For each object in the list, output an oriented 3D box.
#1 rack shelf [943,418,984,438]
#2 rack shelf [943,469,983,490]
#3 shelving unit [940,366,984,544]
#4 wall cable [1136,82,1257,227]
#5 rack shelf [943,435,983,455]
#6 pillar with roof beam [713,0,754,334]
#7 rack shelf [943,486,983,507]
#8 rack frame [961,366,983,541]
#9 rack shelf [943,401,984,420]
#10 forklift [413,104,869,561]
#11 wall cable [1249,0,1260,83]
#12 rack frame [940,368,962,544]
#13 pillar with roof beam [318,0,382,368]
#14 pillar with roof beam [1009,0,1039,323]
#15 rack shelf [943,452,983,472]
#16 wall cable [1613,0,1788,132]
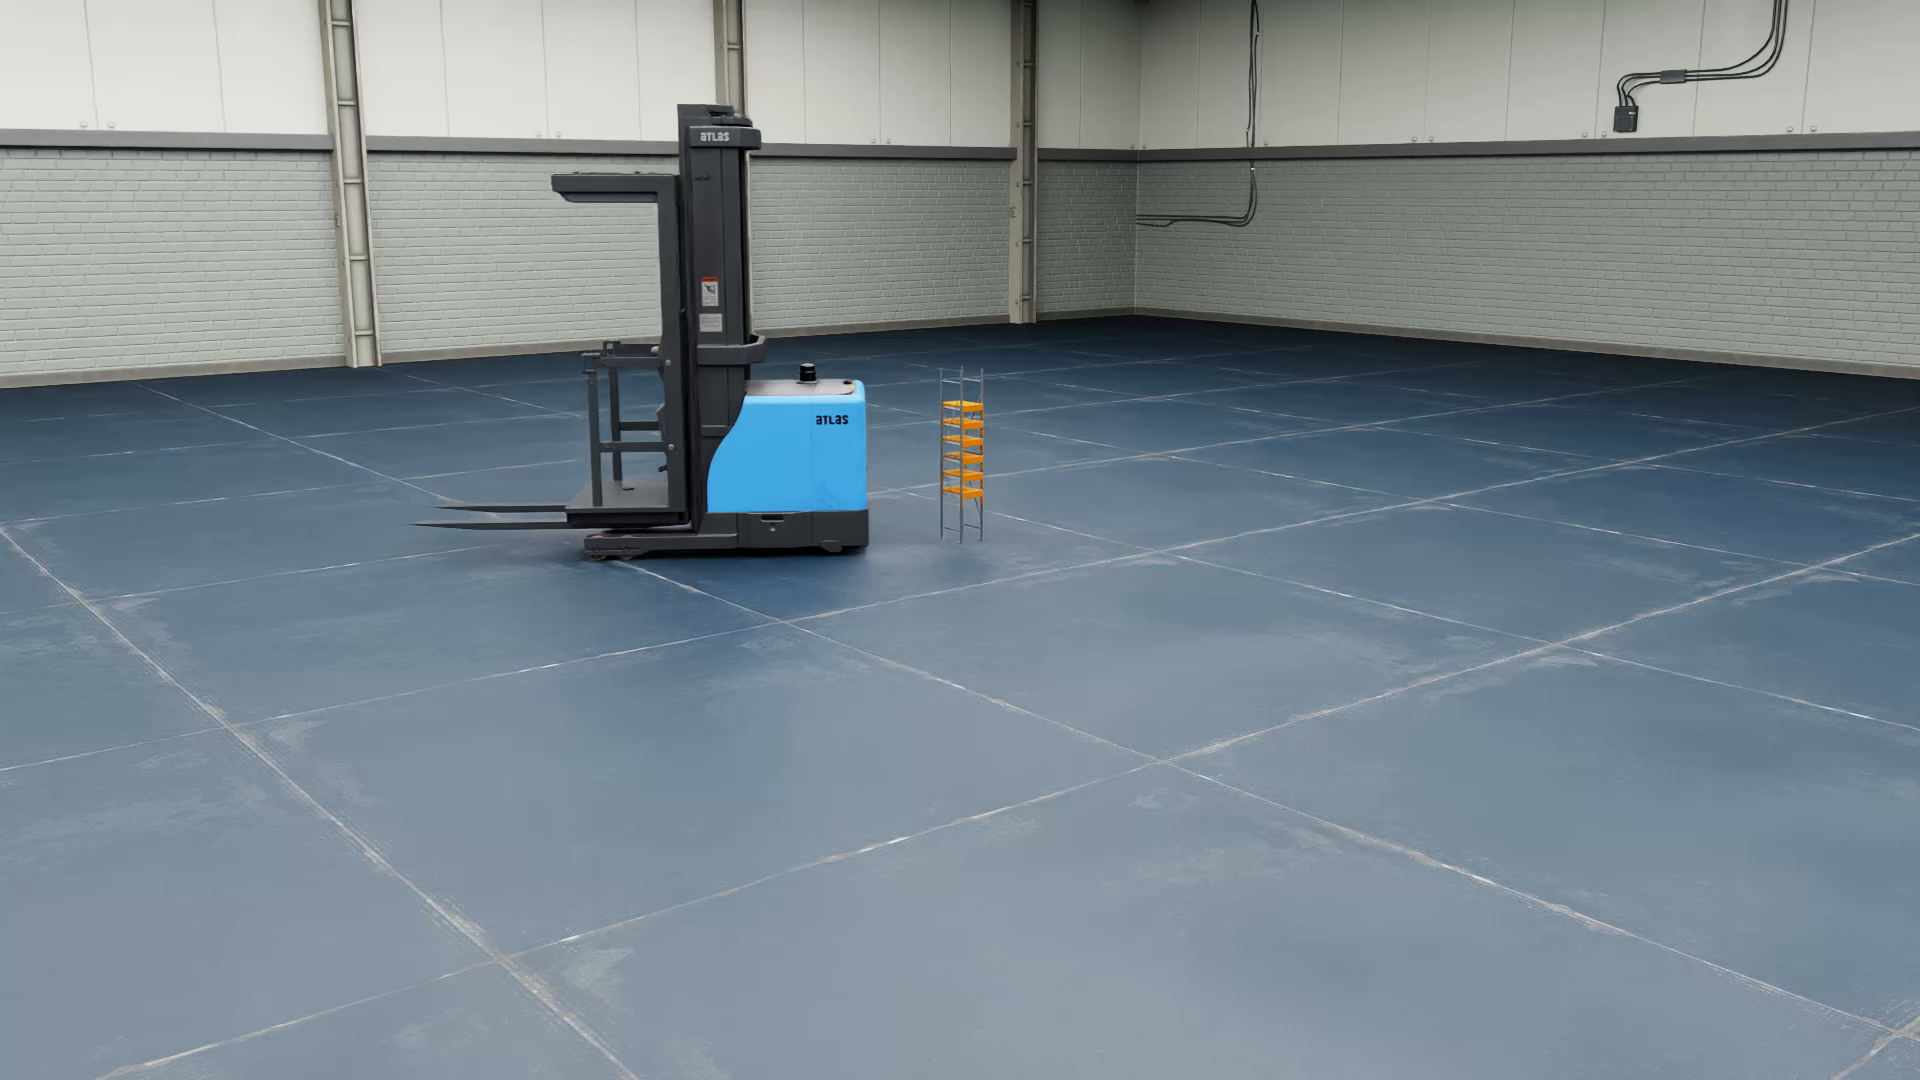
[{"bbox_3d":[0.011,-0.780,11.472,0.180,0.103,0.258,-9,15,-38],"label":"rack shelf"},{"bbox_3d":[0.011,-0.428,11.547,0.180,0.103,0.258,-9,15,-38],"label":"rack shelf"},{"bbox_3d":[0.011,-0.589,11.513,0.189,1.200,0.258,-9,15,-38],"label":"shelving unit"},{"bbox_3d":[4.264,-7.015,30.478,0.112,2.526,3.097,-9,15,-38],"label":"wall cable"},{"bbox_3d":[0.011,-0.663,11.497,0.180,0.103,0.258,-9,15,-38],"label":"rack shelf"},{"bbox_3d":[-0.858,-6.890,22.411,0.400,9.000,9.100,-9,15,-38],"label":"pillar with roof beam"},{"bbox_3d":[0.011,-0.311,11.572,0.180,0.103,0.258,-9,15,-38],"label":"rack shelf"},{"bbox_3d":[0.083,-0.601,11.569,0.006,1.200,0.240,-9,15,-38],"label":"rack frame"},{"bbox_3d":[0.011,-0.897,11.447,0.180,0.103,0.258,-9,15,-38],"label":"rack shelf"},{"bbox_3d":[-2.153,-1.412,11.221,3.031,2.935,1.130,-1,12,-4],"label":"forklift"},{"bbox_3d":[5.954,-9.047,27.887,0.112,2.526,3.097,-9,15,-38],"label":"wall cable"},{"bbox_3d":[-0.060,-0.577,11.457,0.006,1.200,0.240,-9,15,-38],"label":"rack frame"},{"bbox_3d":[-5.543,-6.111,18.744,0.400,9.000,9.100,-9,15,-38],"label":"pillar with roof beam"},{"bbox_3d":[3.827,-7.668,26.077,0.400,9.000,9.100,-9,15,-38],"label":"pillar with roof beam"},{"bbox_3d":[0.011,-0.545,11.522,0.180,0.103,0.258,-9,15,-38],"label":"rack shelf"},{"bbox_3d":[10.182,-8.656,22.541,0.169,6.003,2.305,-9,15,-38],"label":"wall cable"}]
